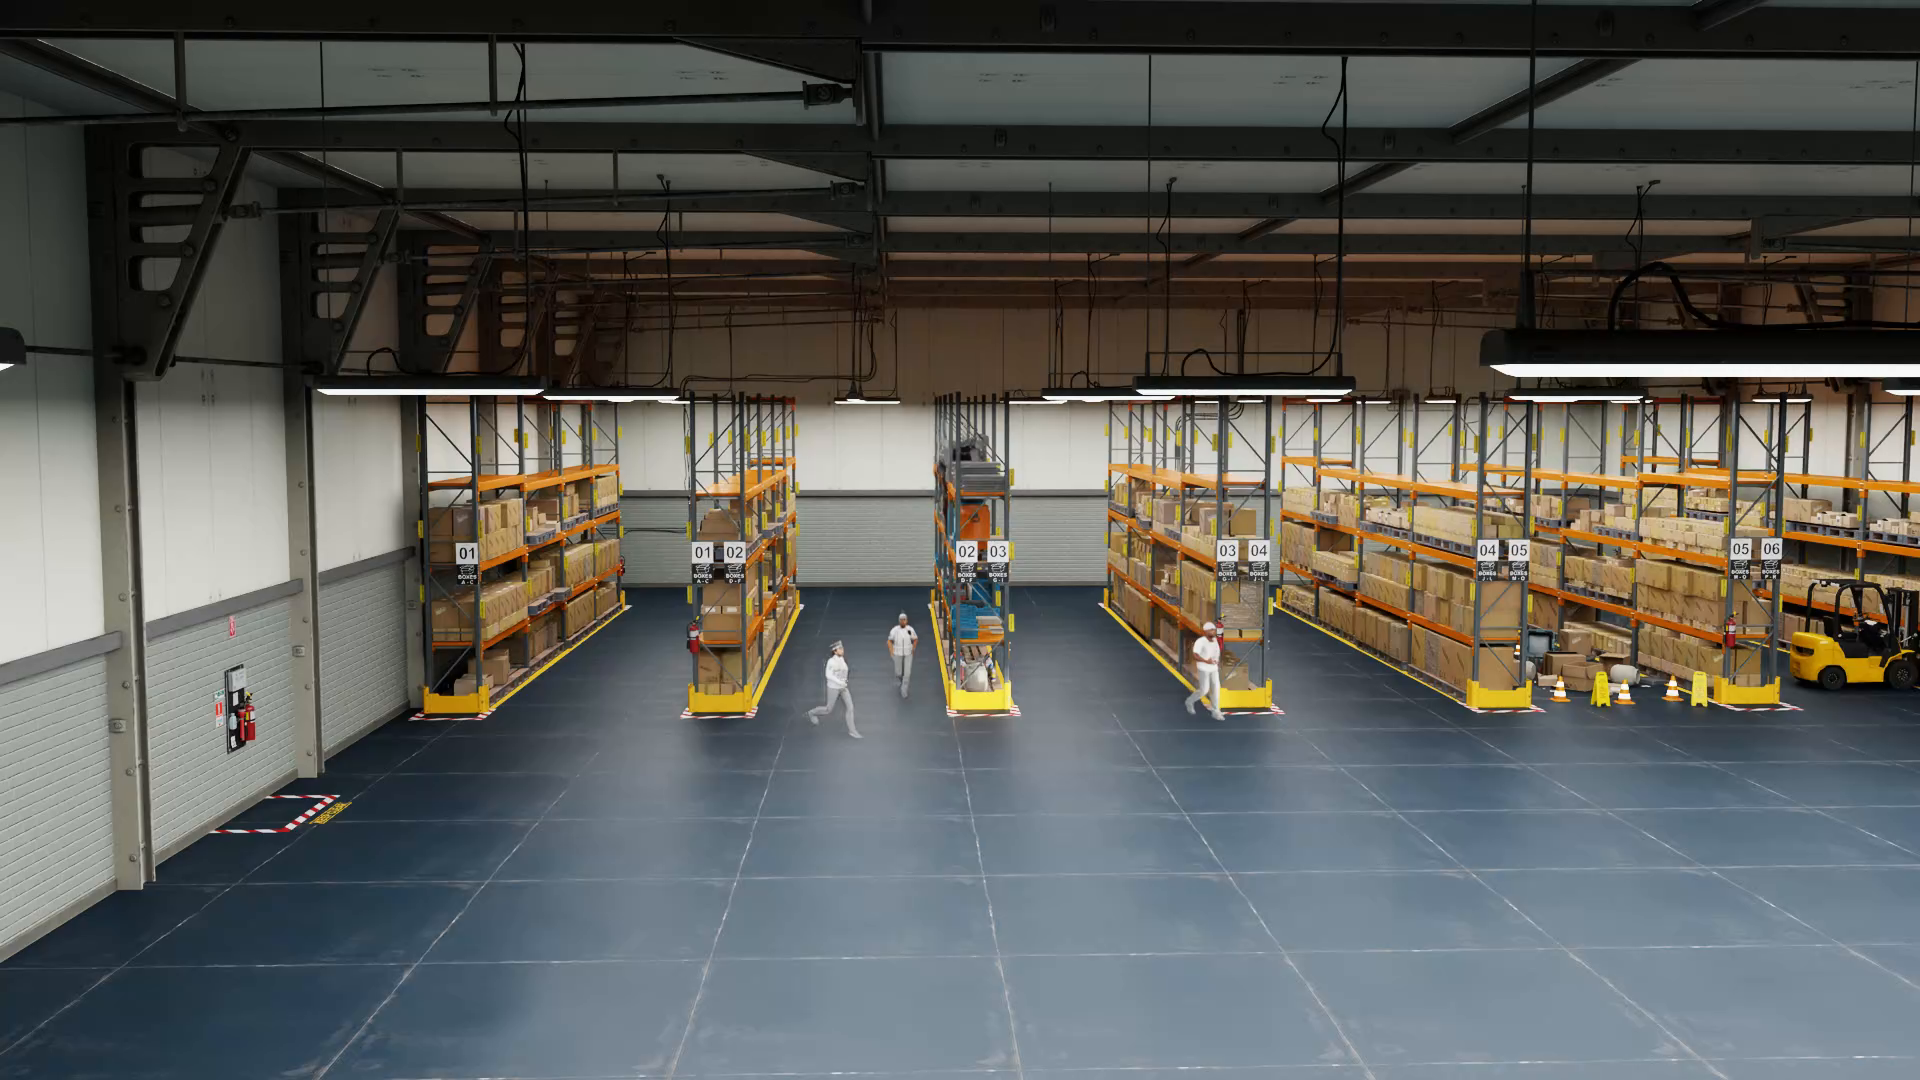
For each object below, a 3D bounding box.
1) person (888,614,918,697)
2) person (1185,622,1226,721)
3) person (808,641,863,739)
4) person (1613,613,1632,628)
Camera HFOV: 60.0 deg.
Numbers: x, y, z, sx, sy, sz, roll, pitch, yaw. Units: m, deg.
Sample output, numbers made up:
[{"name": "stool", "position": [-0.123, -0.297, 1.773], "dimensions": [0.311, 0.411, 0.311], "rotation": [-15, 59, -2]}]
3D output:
[{"name": "person", "position": [-1.132, 2.277, 33.099], "dimensions": [0.614, 1.631, 0.575], "rotation": [0, 5, -5]}, {"name": "person", "position": [4.539, 2.392, 30.583], "dimensions": [0.727, 1.778, 0.861], "rotation": [-4, 6, -40]}, {"name": "person", "position": [-2.170, 2.589, 28.889], "dimensions": [1.069, 1.698, 0.587], "rotation": [3, 5, 32]}, {"name": "person", "position": [17.045, 1.412, 42.686], "dimensions": [0.641, 1.820, 0.740], "rotation": [-1, 5, -14]}]
